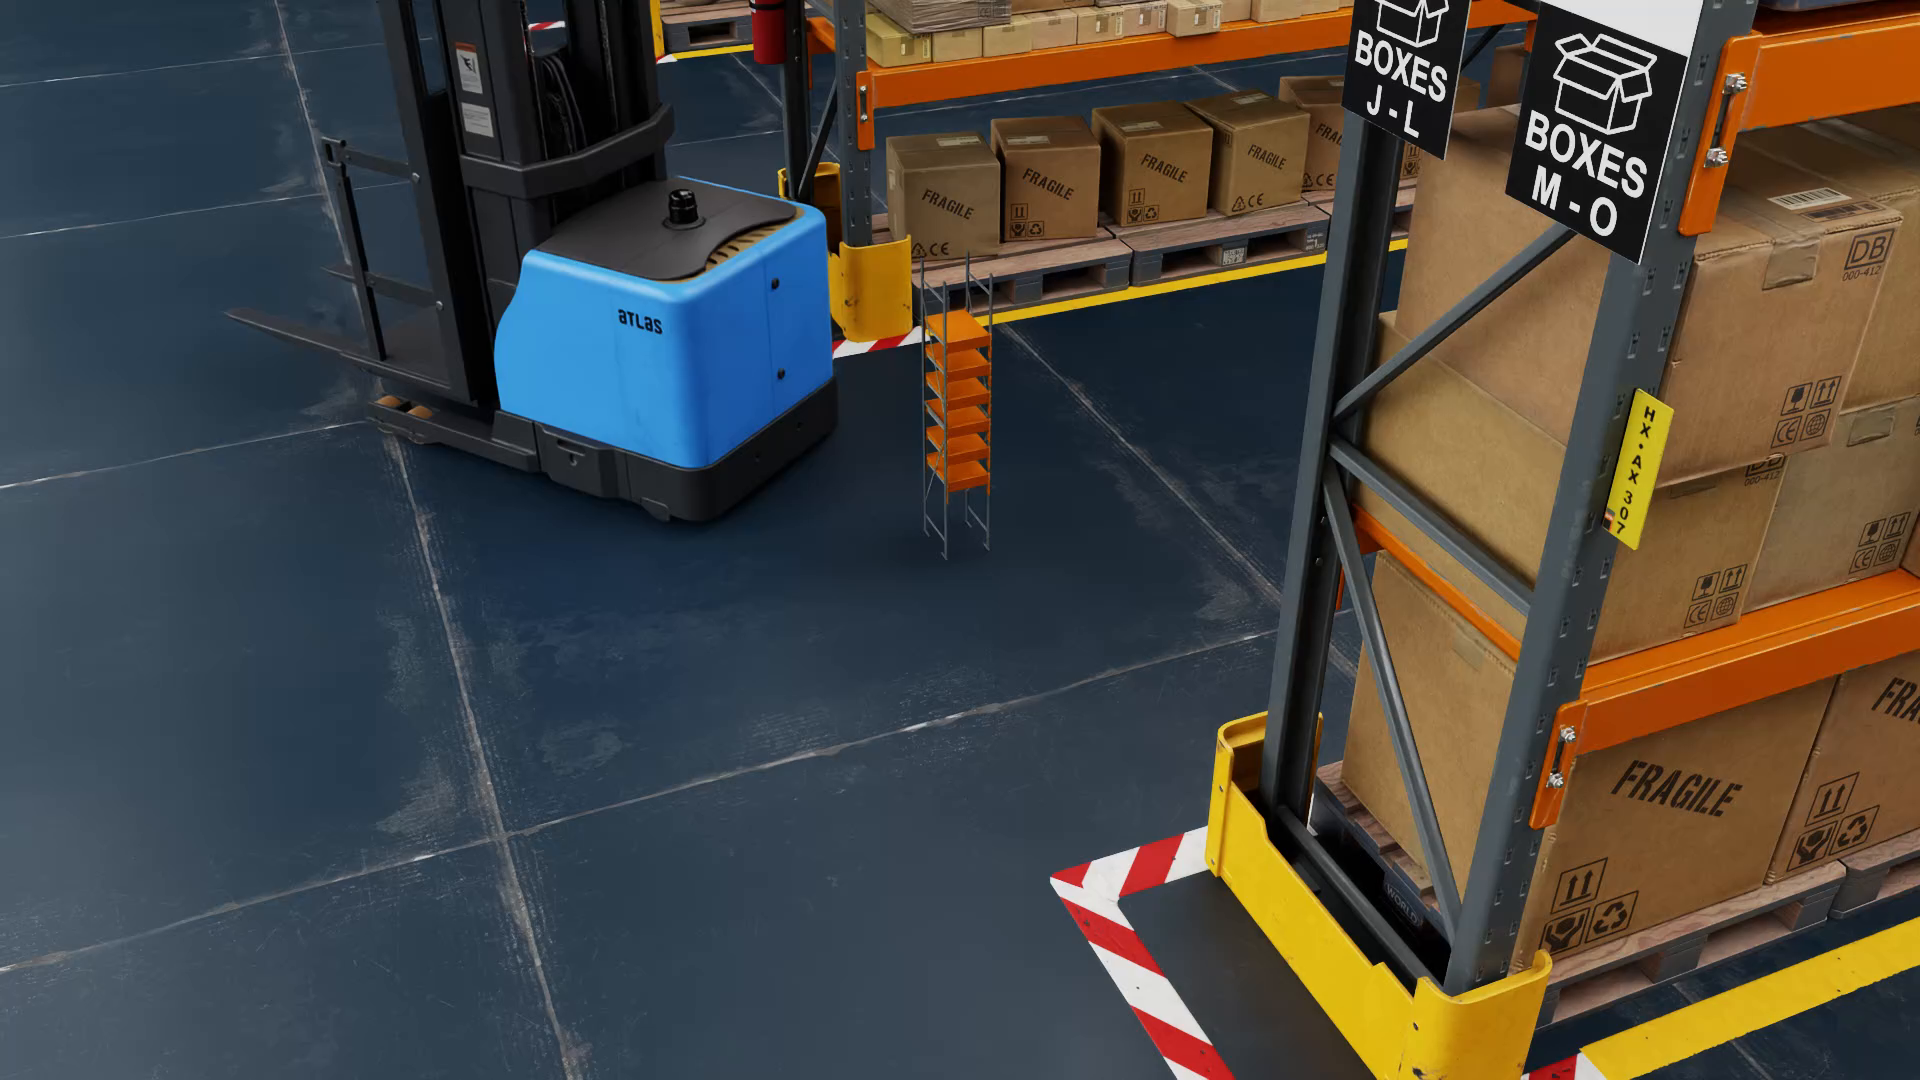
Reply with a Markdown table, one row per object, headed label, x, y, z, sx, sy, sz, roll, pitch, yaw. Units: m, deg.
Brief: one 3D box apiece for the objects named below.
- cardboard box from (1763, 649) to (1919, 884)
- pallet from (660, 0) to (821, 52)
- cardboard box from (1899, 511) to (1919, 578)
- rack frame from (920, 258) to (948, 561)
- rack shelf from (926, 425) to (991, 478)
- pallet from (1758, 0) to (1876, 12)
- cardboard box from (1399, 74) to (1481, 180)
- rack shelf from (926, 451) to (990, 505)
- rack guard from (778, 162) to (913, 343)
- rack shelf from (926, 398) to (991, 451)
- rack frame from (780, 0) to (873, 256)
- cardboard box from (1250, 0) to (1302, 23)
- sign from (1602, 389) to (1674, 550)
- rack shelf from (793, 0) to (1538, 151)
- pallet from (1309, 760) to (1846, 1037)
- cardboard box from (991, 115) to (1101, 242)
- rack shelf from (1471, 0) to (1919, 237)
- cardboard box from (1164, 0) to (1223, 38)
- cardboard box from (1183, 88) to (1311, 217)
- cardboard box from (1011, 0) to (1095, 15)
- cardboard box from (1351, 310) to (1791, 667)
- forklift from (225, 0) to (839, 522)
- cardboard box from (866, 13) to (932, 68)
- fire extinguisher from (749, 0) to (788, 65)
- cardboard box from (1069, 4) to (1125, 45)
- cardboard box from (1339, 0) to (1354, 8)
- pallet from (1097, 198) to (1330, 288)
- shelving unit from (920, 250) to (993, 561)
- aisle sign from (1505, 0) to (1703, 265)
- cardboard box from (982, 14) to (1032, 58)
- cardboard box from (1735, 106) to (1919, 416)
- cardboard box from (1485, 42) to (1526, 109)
| label | x | y | z | sx | sy | sz | roll | pitch | yaw |
| --- | --- | --- | --- | --- | --- | --- | --- | --- | --- |
| cardboard box | 2.564 | 0.327 | 5.060 | 0.875 | 0.875 | 0.875 | -13 | 35 | -20 |
| pallet | -1.788 | -4.070 | 12.811 | 1.213 | 0.211 | 1.003 | -13 | 35 | -19 |
| cardboard box | 2.542 | -0.370 | 4.431 | 0.550 | 0.550 | 0.875 | -13 | 35 | -19 |
| rack frame | -0.098 | -0.481 | 6.388 | 0.006 | 1.200 | 0.240 | -13 | 35 | -19 |
| rack shelf | -0.013 | -0.362 | 6.508 | 0.180 | 0.103 | 0.258 | -13 | 35 | -19 |
| pallet | 1.833 | -1.406 | 3.491 | 1.213 | 0.211 | 1.003 | -13 | 35 | -19 |
| cardboard box | 2.630 | -2.448 | 9.669 | 0.500 | 0.500 | 0.500 | -14 | 36 | -20 |
| rack shelf | -0.013 | -0.261 | 6.573 | 0.180 | 0.103 | 0.258 | -13 | 35 | -19 |
| rack guard | -0.603 | -1.508 | 8.609 | 0.348 | 0.500 | 1.175 | -13 | 35 | -19 |
| rack shelf | -0.013 | -0.463 | 6.442 | 0.180 | 0.103 | 0.258 | -13 | 35 | -19 |
| rack frame | -0.674 | -2.539 | 7.903 | 0.127 | 3.000 | 1.000 | -13 | 35 | -19 |
| cardboard box | 1.541 | -2.776 | 8.497 | 0.250 | 0.149 | 0.380 | -13 | 35 | -19 |
| sign | 1.363 | -0.140 | 3.348 | 0.005 | 0.325 | 0.100 | -13 | 35 | -19 |
| rack shelf | 1.171 | -2.660 | 8.748 | 4.000 | 0.370 | 1.077 | -13 | 35 | -19 |
| pallet | 1.860 | 0.937 | 5.117 | 1.213 | 0.211 | 1.003 | -13 | 35 | -19 |
| cardboard box | 0.447 | -1.935 | 8.880 | 0.500 | 0.500 | 0.500 | -4 | 33 | -6 |
| rack shelf | 2.997 | -1.402 | 4.064 | 4.000 | 0.370 | 1.077 | -13 | 35 | -19 |
| cardboard box | 1.102 | -2.642 | 8.291 | 0.250 | 0.149 | 0.380 | -13 | 35 | -19 |
| cardboard box | 1.563 | -2.153 | 9.215 | 0.500 | 0.500 | 0.500 | -16 | 36 | -23 |
| cardboard box | 0.259 | -2.974 | 8.206 | 0.500 | 0.500 | 0.875 | -13 | 35 | -19 |
| cardboard box | 1.478 | -0.188 | 4.151 | 0.550 | 0.550 | 0.875 | -13 | 35 | -19 |
| forklift | -2.075 | -1.884 | 6.957 | 3.031 | 2.935 | 1.130 | 18 | 37 | 25 |
| cardboard box | -0.318 | -2.374 | 7.879 | 0.250 | 0.149 | 0.380 | -13 | 35 | -19 |
| fire extinguisher | -0.957 | -2.715 | 8.243 | 0.183 | 0.674 | 0.296 | -13 | 35 | -19 |
| cardboard box | 0.611 | -2.575 | 8.188 | 0.250 | 0.149 | 0.380 | -13 | 35 | -19 |
| cardboard box | 1.973 | -2.920 | 8.717 | 0.250 | 0.149 | 0.380 | -13 | 35 | -19 |
| pallet | 1.282 | -1.796 | 9.317 | 1.213 | 0.211 | 1.003 | -13 | 35 | -19 |
| shelving unit | -0.013 | -0.500 | 6.418 | 0.189 | 1.200 | 0.258 | -13 | 35 | -19 |
| aisle sign | 1.204 | -0.948 | 3.073 | 0.004 | 0.787 | 0.394 | -13 | 35 | -19 |
| cardboard box | 0.156 | -2.463 | 8.015 | 0.250 | 0.149 | 0.380 | -13 | 35 | -19 |
| cardboard box | 1.982 | -0.761 | 4.041 | 0.550 | 0.550 | 0.875 | -13 | 35 | -19 |
| cardboard box | 3.589 | -2.639 | 9.945 | 0.500 | 0.500 | 0.700 | -16 | 36 | -23 |
